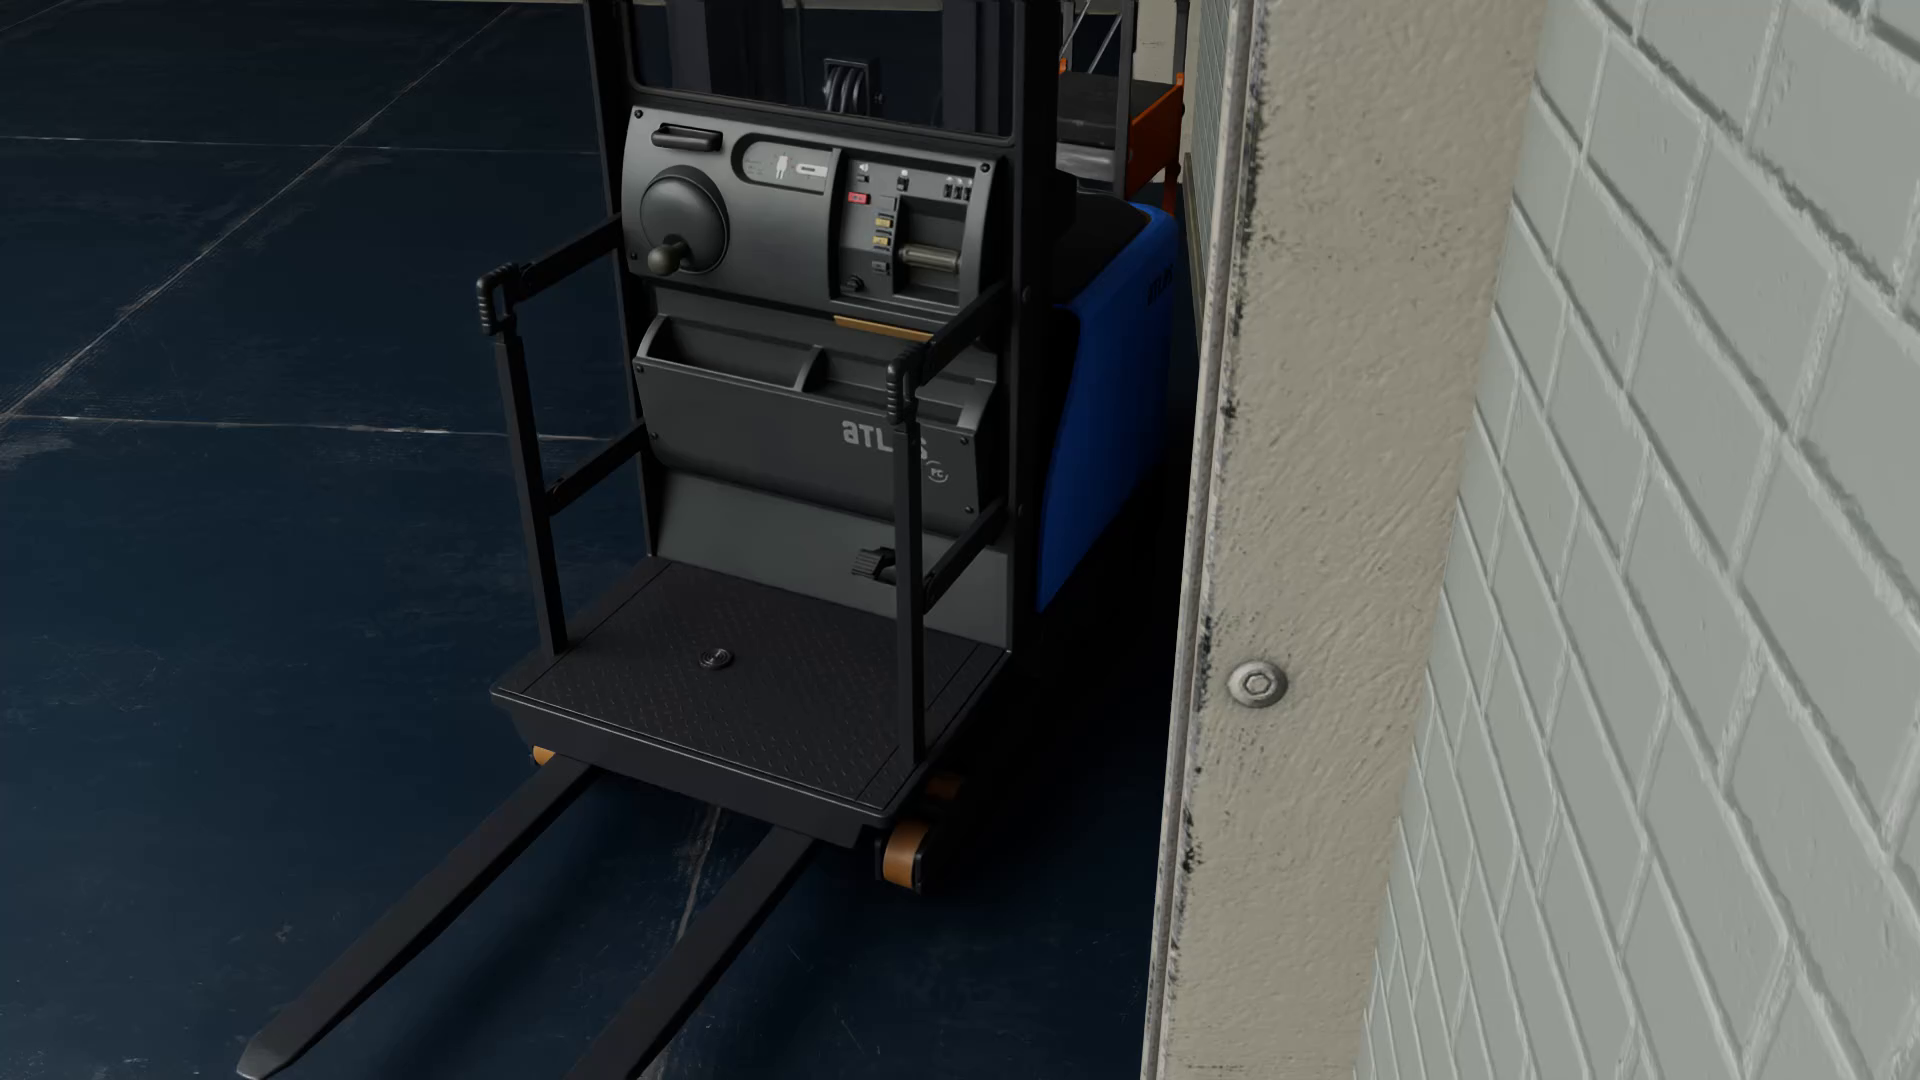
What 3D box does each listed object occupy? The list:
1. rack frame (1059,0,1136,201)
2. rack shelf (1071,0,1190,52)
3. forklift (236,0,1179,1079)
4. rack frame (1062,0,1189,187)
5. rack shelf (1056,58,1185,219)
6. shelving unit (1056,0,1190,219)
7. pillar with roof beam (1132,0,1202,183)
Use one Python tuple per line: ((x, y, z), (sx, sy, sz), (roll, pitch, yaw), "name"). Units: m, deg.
((0.300, -1.041, 4.938), (0.400, 2.100, 0.015), (14, 34, 21), "rack frame")
((0.404, -1.741, 4.766), (0.431, 0.518, 0.480), (14, 34, 21), "rack shelf")
((-0.444, -0.688, 3.572), (1.130, 2.935, 3.031), (14, 34, 21), "forklift")
((0.507, -1.273, 5.314), (0.400, 2.100, 0.015), (14, 34, 21), "rack frame")
((0.404, -1.145, 5.133), (0.431, 0.518, 0.480), (14, 34, 21), "rack shelf")
((0.404, -1.157, 5.126), (0.431, 2.100, 0.503), (14, 34, 21), "shelving unit")
((-3.314, -5.853, 6.170), (9.100, 9.000, 0.400), (2, 32, 4), "pillar with roof beam")
